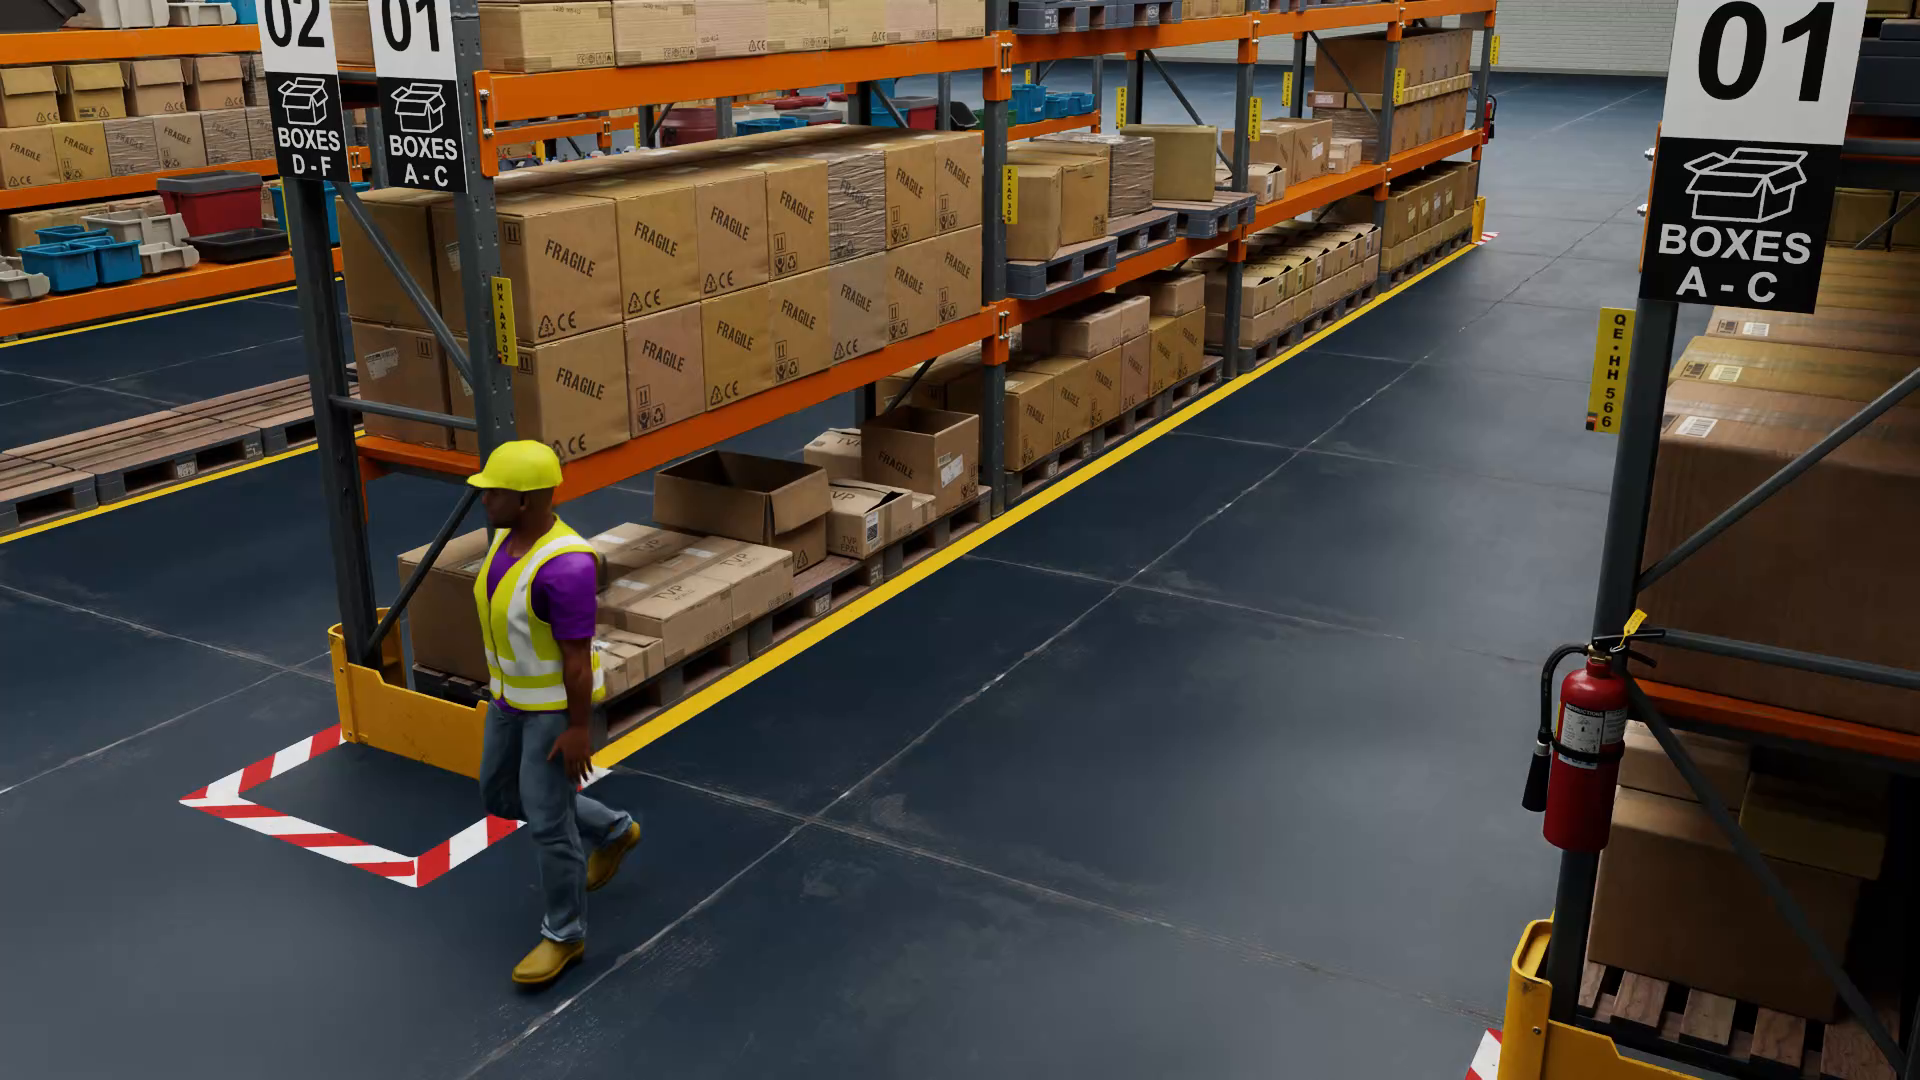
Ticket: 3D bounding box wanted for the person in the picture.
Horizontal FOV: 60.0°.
[{"bbox_3d":[-1.362,0.519,5.505,0.655,1.754,0.617,-17,25,-39],"label":"person"}]
